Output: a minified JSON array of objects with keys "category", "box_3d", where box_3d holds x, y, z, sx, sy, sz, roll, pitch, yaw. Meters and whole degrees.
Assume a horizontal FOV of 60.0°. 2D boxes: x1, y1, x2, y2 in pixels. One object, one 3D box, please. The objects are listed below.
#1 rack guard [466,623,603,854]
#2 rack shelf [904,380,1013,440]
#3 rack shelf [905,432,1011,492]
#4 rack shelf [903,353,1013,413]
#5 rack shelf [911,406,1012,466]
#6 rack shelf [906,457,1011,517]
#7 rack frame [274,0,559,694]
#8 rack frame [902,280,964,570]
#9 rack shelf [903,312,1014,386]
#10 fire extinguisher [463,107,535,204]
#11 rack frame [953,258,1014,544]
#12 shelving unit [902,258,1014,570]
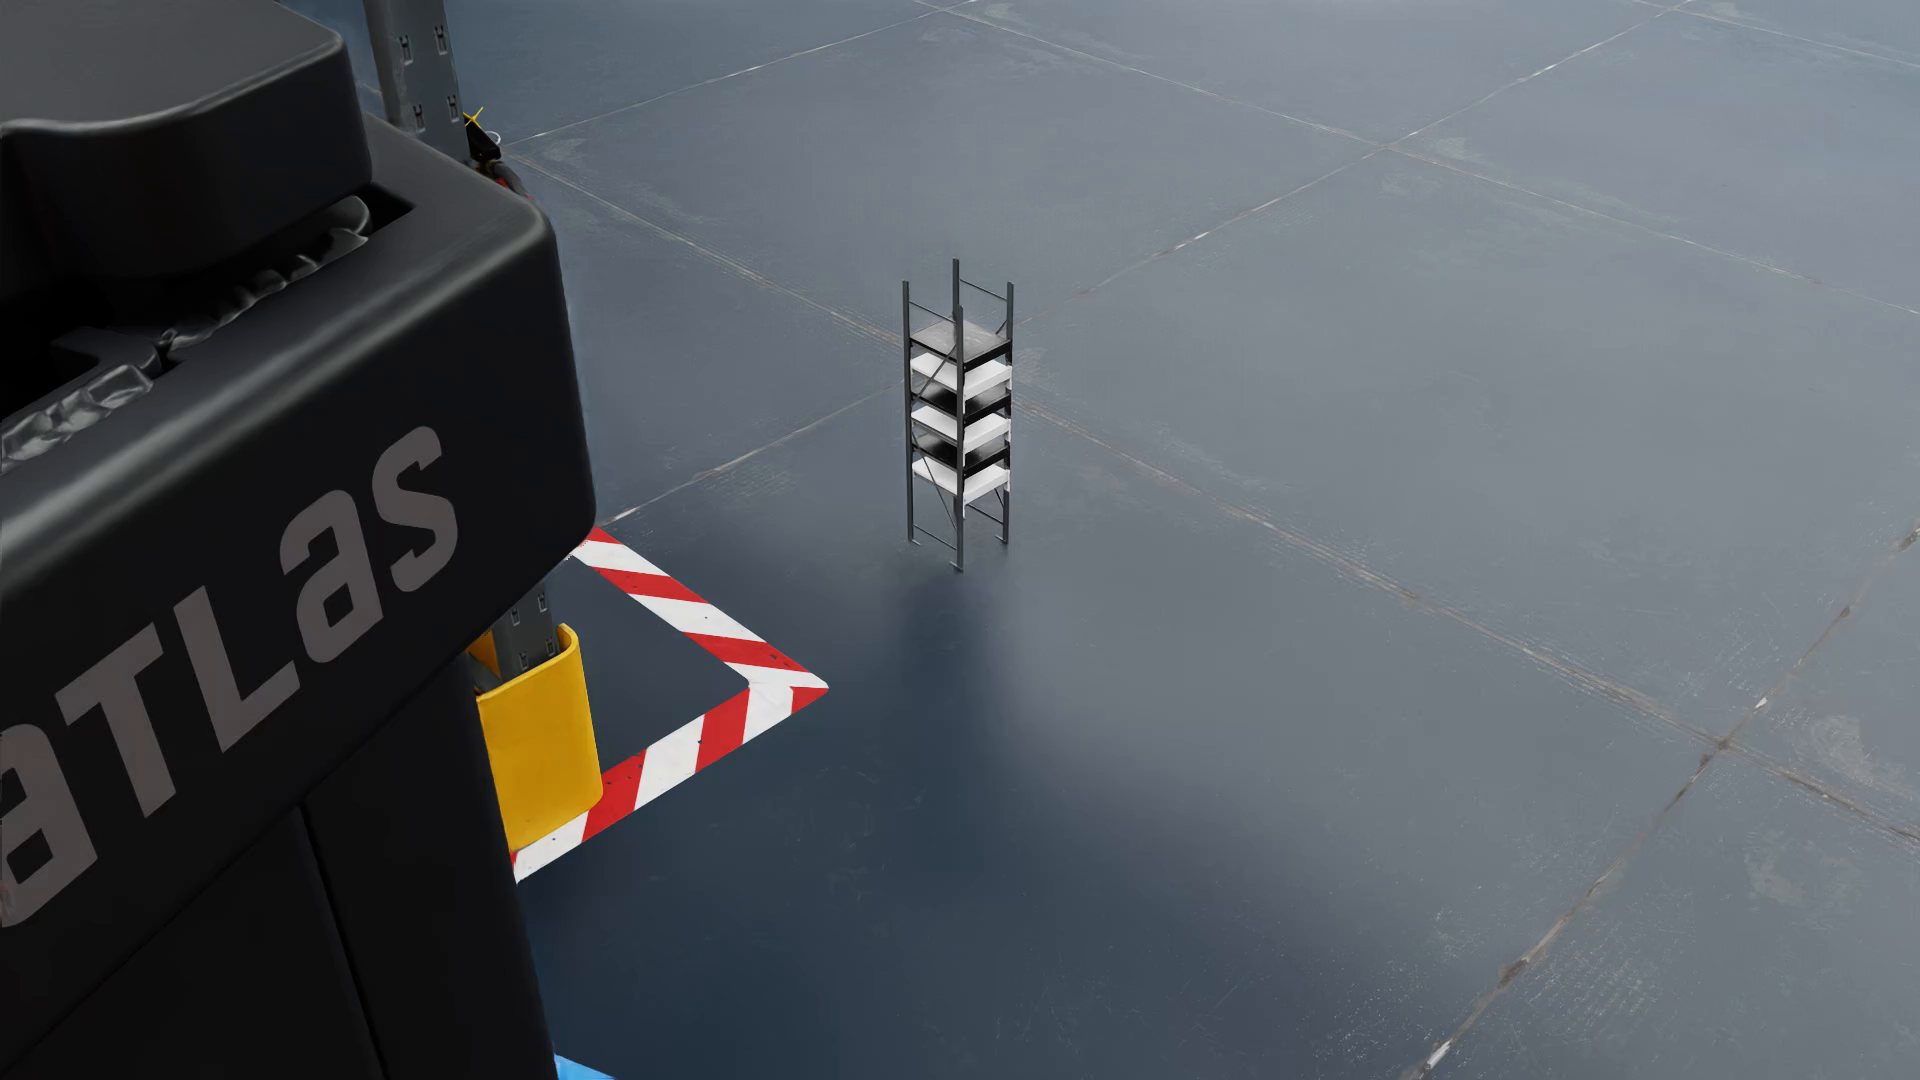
[{"category":"rack guard","box_3d":[-1.433,0.288,4.400,1.175,0.500,0.348,30,45,35]},{"category":"rack shelf","box_3d":[-0.006,-0.412,4.955,0.258,0.077,0.200,30,45,35]},{"category":"rack shelf","box_3d":[-0.006,-0.265,5.058,0.258,0.077,0.200,30,45,35]},{"category":"rack shelf","box_3d":[-0.006,-0.486,4.904,0.258,0.077,0.200,30,45,35]},{"category":"rack shelf","box_3d":[-0.006,-0.338,5.007,0.258,0.077,0.200,30,45,35]},{"category":"rack shelf","box_3d":[-0.006,-0.191,5.110,0.258,0.077,0.200,30,45,35]},{"category":"rack frame","box_3d":[-1.379,-0.768,3.729,1.000,3.000,0.127,30,45,35]},{"category":"rack frame","box_3d":[-0.077,-0.325,4.929,0.240,0.900,0.006,30,45,35]},{"category":"rack shelf","box_3d":[-0.006,-0.560,4.852,0.258,0.077,0.200,30,45,35]},{"category":"fire extinguisher","box_3d":[-0.972,-0.597,3.551,0.296,0.674,0.183,30,45,35]},{"category":"rack frame","box_3d":[0.066,-0.407,5.047,0.240,0.900,0.006,30,45,35]},{"category":"shelving unit","box_3d":[-0.006,-0.366,4.988,0.258,0.900,0.210,30,45,35]}]
